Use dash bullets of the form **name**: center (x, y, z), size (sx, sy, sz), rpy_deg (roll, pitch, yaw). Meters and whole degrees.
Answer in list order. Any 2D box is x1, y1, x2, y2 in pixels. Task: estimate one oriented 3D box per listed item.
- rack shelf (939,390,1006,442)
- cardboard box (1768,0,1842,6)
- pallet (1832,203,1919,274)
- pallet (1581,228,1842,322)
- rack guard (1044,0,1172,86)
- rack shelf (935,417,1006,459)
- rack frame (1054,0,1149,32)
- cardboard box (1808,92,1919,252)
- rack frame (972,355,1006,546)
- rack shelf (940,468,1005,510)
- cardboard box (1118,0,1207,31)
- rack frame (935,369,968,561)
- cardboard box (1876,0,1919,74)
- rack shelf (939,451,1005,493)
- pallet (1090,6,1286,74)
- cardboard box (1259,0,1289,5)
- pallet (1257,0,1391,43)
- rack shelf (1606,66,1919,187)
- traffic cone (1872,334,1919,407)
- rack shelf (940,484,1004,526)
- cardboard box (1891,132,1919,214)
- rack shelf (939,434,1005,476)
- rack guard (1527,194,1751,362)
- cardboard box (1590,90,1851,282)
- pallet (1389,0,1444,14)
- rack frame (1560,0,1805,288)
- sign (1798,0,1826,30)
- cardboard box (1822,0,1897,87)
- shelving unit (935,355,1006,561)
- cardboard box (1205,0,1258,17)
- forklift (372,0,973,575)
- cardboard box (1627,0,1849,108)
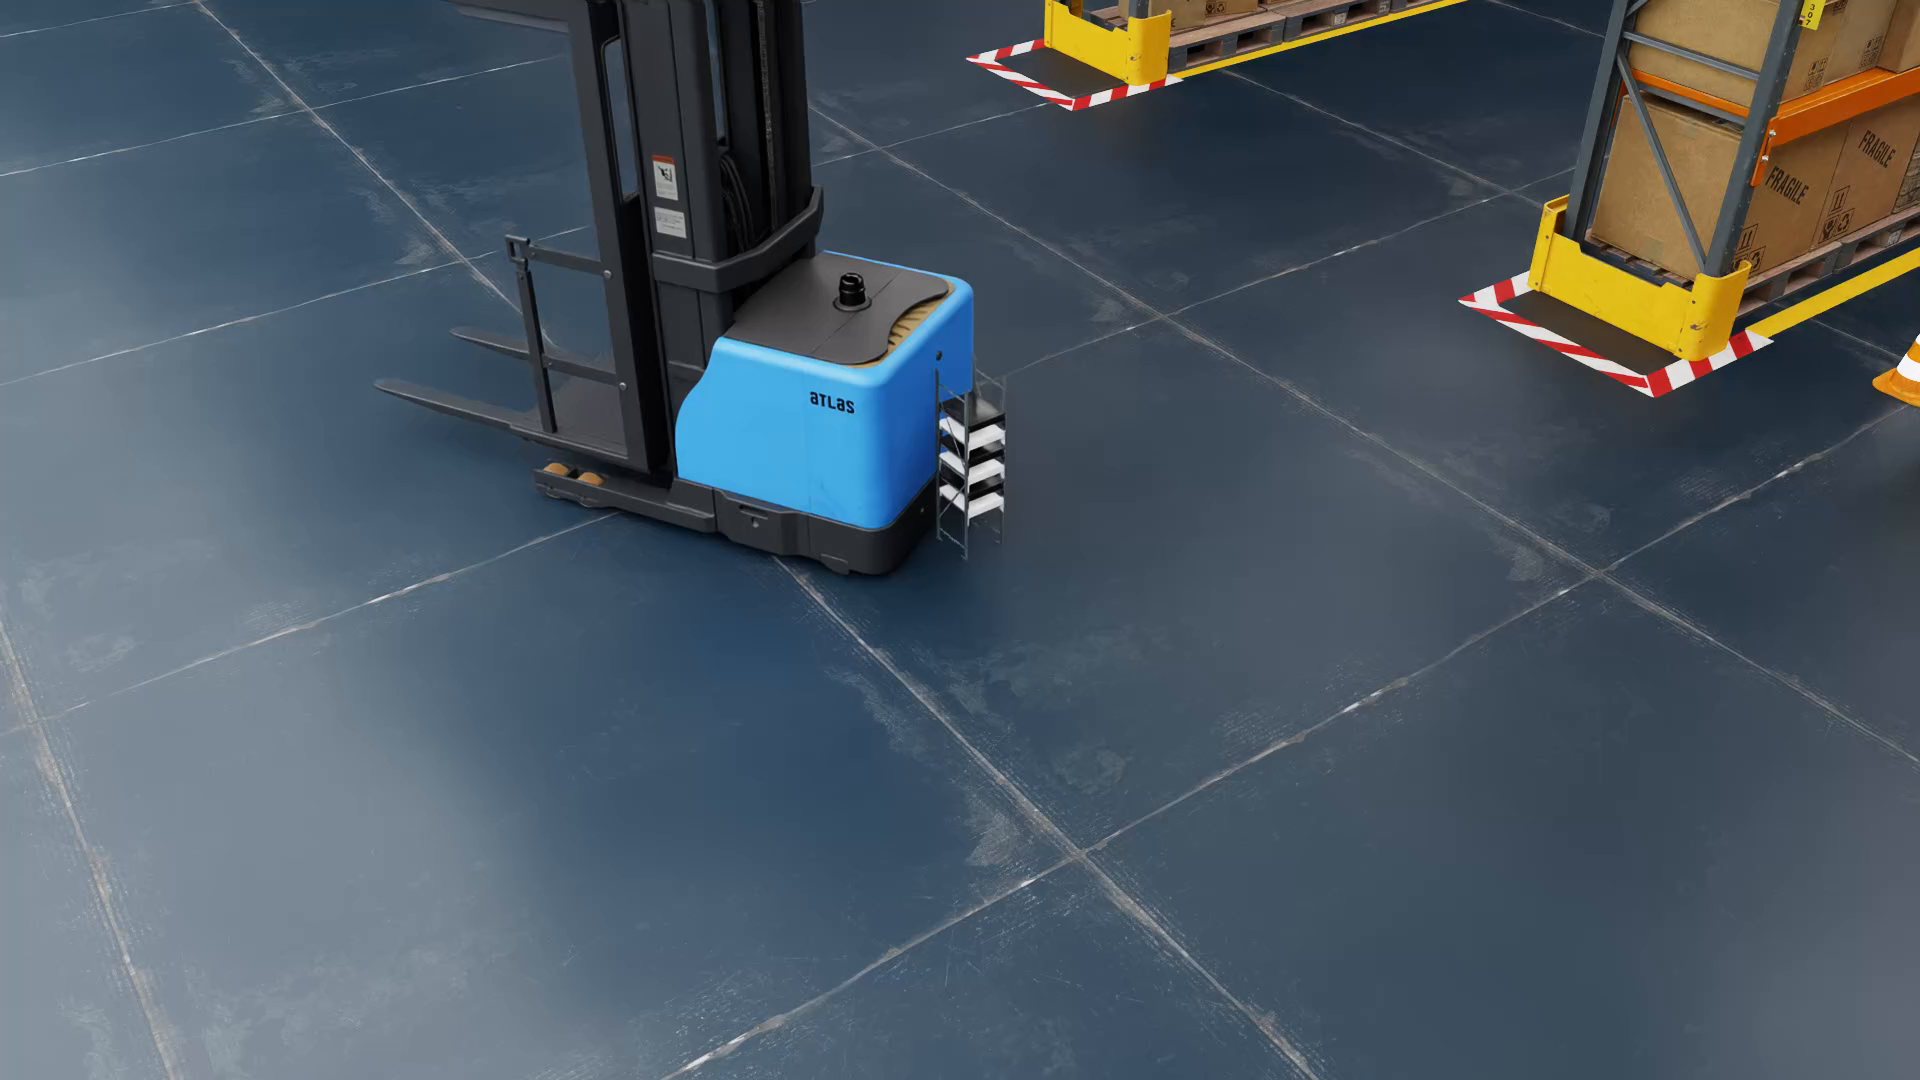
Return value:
- **rack shelf**: center (0.046, -0.551, 7.340), size (0.200, 0.077, 0.258), rpy_deg (-23, 42, -28)
- **cardboard box**: center (4.158, -3.131, 8.481), size (0.550, 0.550, 0.875), rpy_deg (-22, 41, -28)
- **pallet**: center (5.438, -2.107, 10.499), size (1.213, 0.211, 1.003), rpy_deg (-22, 41, -28)
- **pallet**: center (4.441, -1.699, 9.932), size (1.213, 0.211, 1.003), rpy_deg (-22, 41, -28)
- **rack guard**: center (1.120, -3.937, 12.796), size (0.348, 0.500, 1.175), rpy_deg (-22, 41, -28)
- **rack shelf**: center (0.046, -0.478, 7.392), size (0.200, 0.077, 0.258), rpy_deg (-23, 42, -28)
- **rack frame**: center (1.058, -4.926, 12.031), size (0.127, 3.000, 1.000), rpy_deg (-22, 41, -28)
- **cardboard box**: center (5.067, -2.390, 9.963), size (0.875, 0.875, 0.875), rpy_deg (-23, 42, -29)
- **rack frame**: center (0.128, -0.393, 7.526), size (0.006, 0.900, 0.240), rpy_deg (-23, 42, -28)
- **rack shelf**: center (0.046, -0.258, 7.550), size (0.200, 0.077, 0.258), rpy_deg (-23, 42, -28)
- **cardboard box**: center (1.578, -4.284, 12.919), size (0.500, 0.500, 0.500), rpy_deg (-15, 38, -20)
- **rack frame**: center (-0.037, -0.324, 7.430), size (0.006, 0.900, 0.240), rpy_deg (-23, 42, -28)
- **cardboard box**: center (5.077, -3.056, 9.302), size (0.550, 0.550, 0.875), rpy_deg (-22, 41, -28)
- **rack shelf**: center (0.046, -0.332, 7.497), size (0.200, 0.077, 0.258), rpy_deg (-23, 42, -28)
- **pallet**: center (1.805, -4.076, 13.237), size (1.213, 0.211, 1.003), rpy_deg (-22, 41, -28)
- **cardboard box**: center (2.570, -4.703, 13.501), size (0.500, 0.500, 0.500), rpy_deg (-18, 40, -24)
- **pallet**: center (2.801, -4.484, 13.804), size (1.213, 0.211, 1.003), rpy_deg (-22, 41, -28)
- **rack shelf**: center (5.467, -2.906, 9.837), size (4.000, 0.370, 1.077), rpy_deg (-22, 41, -28)
- **traffic cone**: center (5.085, -0.996, 8.739), size (0.334, 0.463, 0.336), rpy_deg (-22, 41, -28)
- **rack shelf**: center (0.046, -0.185, 7.602), size (0.200, 0.077, 0.258), rpy_deg (-23, 42, -28)
- **cardboard box**: center (5.813, -2.695, 10.389), size (0.875, 0.875, 0.875), rpy_deg (-22, 41, -28)
- **rack shelf**: center (0.046, -0.405, 7.445), size (0.200, 0.077, 0.258), rpy_deg (-23, 42, -28)
- **rack guard**: center (3.813, -1.502, 9.410), size (0.348, 0.500, 1.175), rpy_deg (-22, 41, -28)
- **cardboard box**: center (4.349, -2.093, 9.551), size (0.875, 0.875, 0.875), rpy_deg (-22, 41, -28)
- **pallet**: center (3.799, -4.897, 14.378), size (1.213, 0.211, 1.003), rpy_deg (-22, 41, -28)
- **rack frame**: center (3.833, -2.525, 8.692), size (0.127, 3.000, 1.000), rpy_deg (-22, 41, -28)
- **sign**: center (4.147, -2.642, 8.045), size (0.005, 0.325, 0.100), rpy_deg (-22, 41, -28)
- **cardboard box**: center (4.547, -2.928, 9.123), size (0.550, 0.550, 0.875), rpy_deg (-22, 41, -28)
- **shelving unit**: center (0.046, -0.359, 7.478), size (0.210, 0.900, 0.258), rpy_deg (-23, 42, -28)
- **cardboard box**: center (2.047, -4.501, 13.221), size (0.500, 0.500, 0.500), rpy_deg (-12, 37, -16)
- **forklift**: center (-1.484, -1.607, 7.474), size (3.031, 2.935, 1.130), rpy_deg (15, 38, 20)
- **cardboard box**: center (4.110, -2.732, 8.852), size (0.550, 0.550, 0.875), rpy_deg (-22, 41, -28)
